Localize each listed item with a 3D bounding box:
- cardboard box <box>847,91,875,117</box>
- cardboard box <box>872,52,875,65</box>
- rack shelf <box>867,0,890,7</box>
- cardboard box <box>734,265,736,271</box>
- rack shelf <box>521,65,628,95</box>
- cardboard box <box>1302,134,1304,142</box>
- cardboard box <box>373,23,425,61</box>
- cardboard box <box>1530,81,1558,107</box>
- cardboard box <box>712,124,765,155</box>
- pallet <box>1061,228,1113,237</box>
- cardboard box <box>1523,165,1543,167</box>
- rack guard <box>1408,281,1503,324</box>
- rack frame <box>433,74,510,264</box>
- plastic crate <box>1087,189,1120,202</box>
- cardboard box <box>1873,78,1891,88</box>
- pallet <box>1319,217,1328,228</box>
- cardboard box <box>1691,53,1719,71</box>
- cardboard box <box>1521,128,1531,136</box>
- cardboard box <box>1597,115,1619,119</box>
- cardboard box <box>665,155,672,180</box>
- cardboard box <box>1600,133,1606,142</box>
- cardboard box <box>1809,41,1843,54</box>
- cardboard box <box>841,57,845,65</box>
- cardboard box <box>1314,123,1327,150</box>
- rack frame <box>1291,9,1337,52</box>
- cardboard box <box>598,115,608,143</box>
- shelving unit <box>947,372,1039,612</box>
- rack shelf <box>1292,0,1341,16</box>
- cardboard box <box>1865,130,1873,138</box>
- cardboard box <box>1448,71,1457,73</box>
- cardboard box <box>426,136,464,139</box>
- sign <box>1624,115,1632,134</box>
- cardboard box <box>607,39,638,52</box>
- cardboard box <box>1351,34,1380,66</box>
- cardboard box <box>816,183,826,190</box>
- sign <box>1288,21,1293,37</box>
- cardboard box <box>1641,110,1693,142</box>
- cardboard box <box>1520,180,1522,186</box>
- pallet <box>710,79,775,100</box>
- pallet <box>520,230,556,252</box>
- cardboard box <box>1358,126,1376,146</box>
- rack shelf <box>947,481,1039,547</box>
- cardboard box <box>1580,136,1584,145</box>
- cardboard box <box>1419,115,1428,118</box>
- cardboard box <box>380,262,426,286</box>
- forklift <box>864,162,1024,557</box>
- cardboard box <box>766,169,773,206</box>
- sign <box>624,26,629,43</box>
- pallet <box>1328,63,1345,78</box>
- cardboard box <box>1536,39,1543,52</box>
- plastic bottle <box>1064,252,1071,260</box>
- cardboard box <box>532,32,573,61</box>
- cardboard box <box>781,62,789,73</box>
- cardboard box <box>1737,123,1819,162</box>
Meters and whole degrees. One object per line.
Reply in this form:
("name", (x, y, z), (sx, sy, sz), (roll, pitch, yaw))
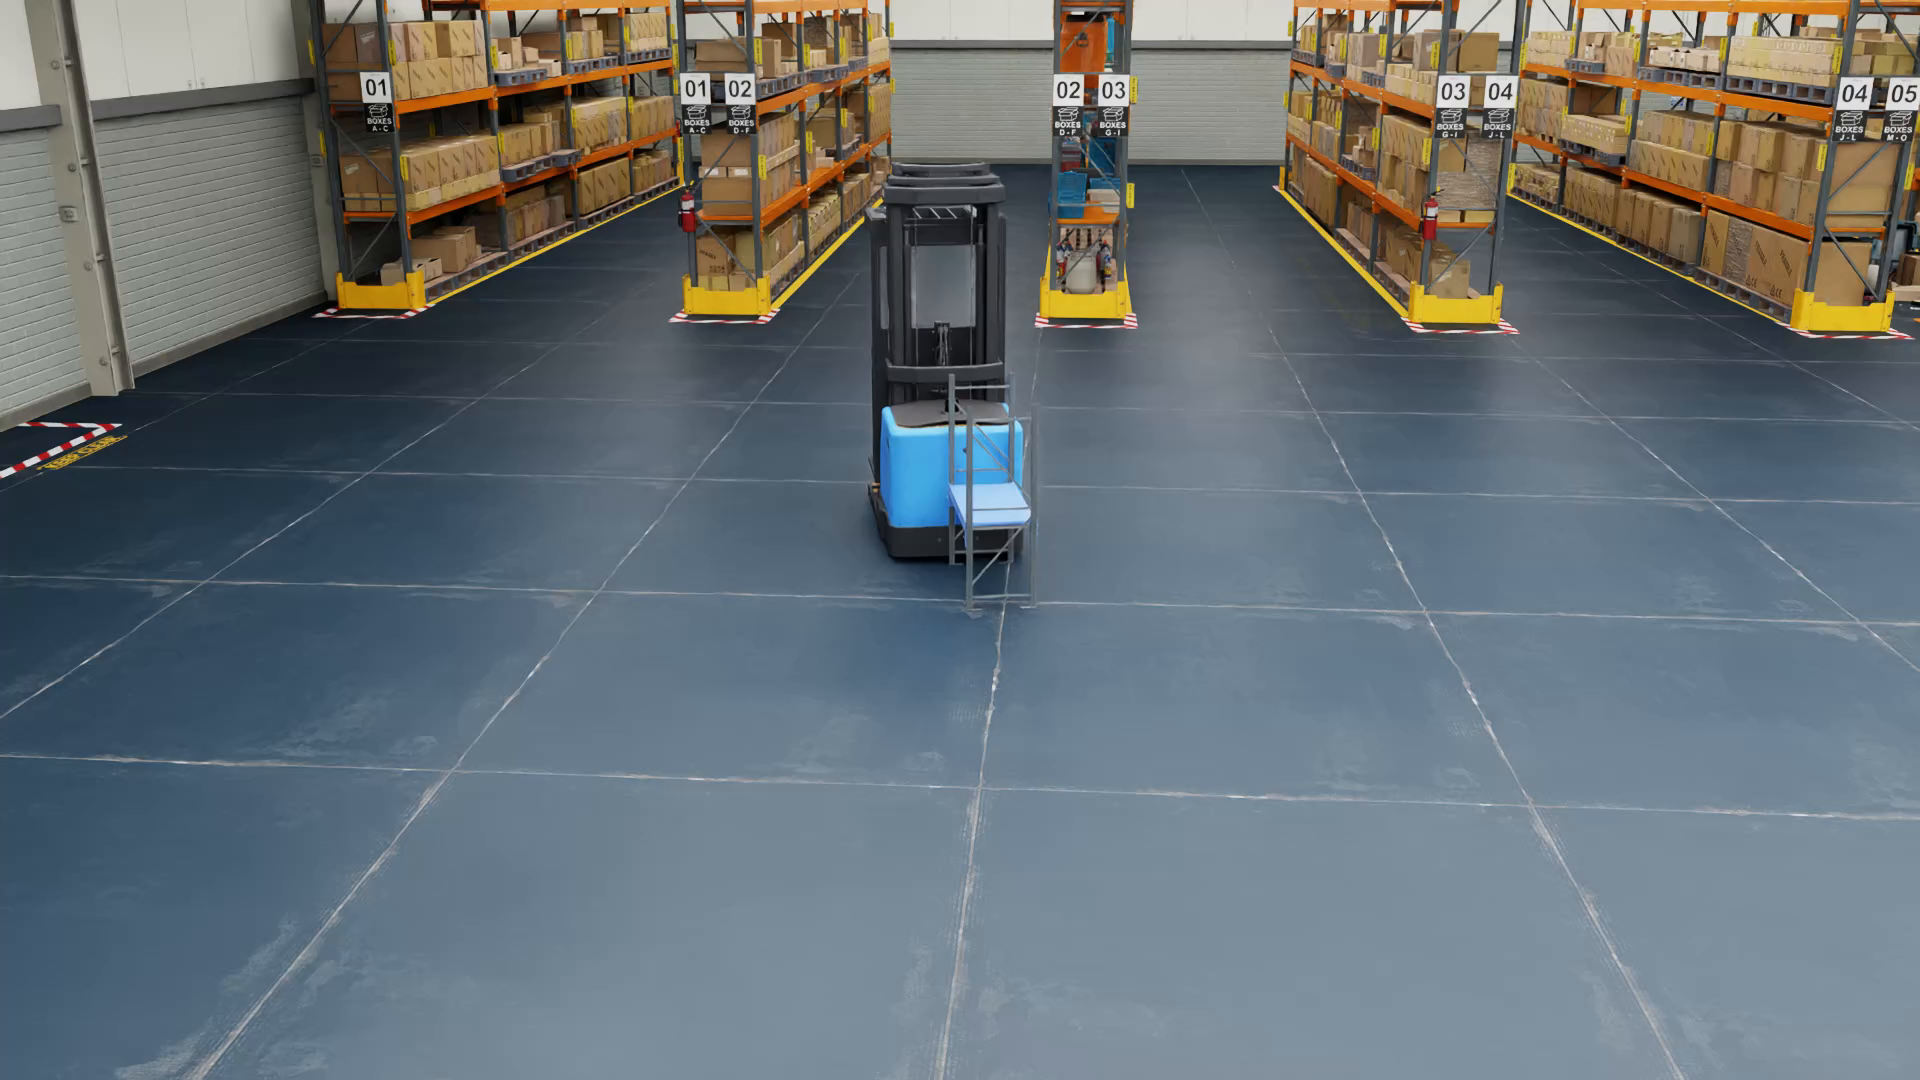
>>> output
("cardboard box", (-2.044, -8.979, 34.242), (0.500, 0.500, 0.500), (2, 18, 5))
("cardboard box", (-2.037, -9.971, 34.460), (0.500, 0.250, 0.500), (1, 18, 4))
("rack shelf", (-2.215, -11.445, 35.060), (1.077, 0.370, 4.000), (1, 18, 4))
("cardboard box", (-3.451, -3.811, 23.978), (0.500, 0.250, 0.500), (1, 18, 4))
("rack shelf", (-7.443, -8.888, 32.069), (1.077, 0.370, 4.000), (1, 18, 4))
("cardboard box", (7.273, -8.316, 34.389), (0.380, 0.149, 0.250), (2, 18, 5))
("cardboard box", (-7.804, -6.925, 23.125), (0.500, 0.500, 0.500), (1, 18, 3))
("cardboard box", (12.363, -9.407, 35.070), (0.500, 0.500, 0.500), (1, 18, 3))
("cardboard box", (-3.136, -5.578, 23.385), (0.700, 0.500, 0.500), (1, 18, 2))
("pallet", (2.201, -5.397, 29.556), (1.003, 0.211, 1.213), (1, 18, 4))
("cardboard box", (12.473, -8.078, 36.208), (0.380, 0.149, 0.250), (2, 18, 5))
("rack guard", (6.667, -3.203, 22.395), (1.175, 0.500, 0.348), (1, 18, 4))
("rack frame", (-7.873, -5.941, 26.737), (1.000, 3.000, 0.127), (1, 18, 4))
("plastic crate", (2.145, -5.085, 24.547), (0.530, 0.136, 0.437), (1, 18, 4))
("cardboard box", (11.946, -5.877, 21.294), (0.380, 0.149, 0.250), (1, 18, 4))
("pallet", (7.457, -6.148, 31.846), (1.003, 0.211, 1.213), (1, 18, 4))
("cardboard box", (11.758, -7.457, 25.952), (0.500, 0.250, 0.500), (1, 18, 3))
("cardboard box", (12.349, -8.819, 35.924), (0.380, 0.149, 0.250), (1, 18, 2))
("cardboard box", (12.628, -8.186, 32.361), (0.380, 0.149, 0.250), (2, 18, 6))
("cardboard box", (-6.963, -8.460, 37.765), (0.700, 0.500, 0.500), (1, 18, 4))
("cardboard box", (11.790, -7.259, 30.012), (0.380, 0.149, 0.250), (2, 18, 5))
("cardboard box", (11.325, -6.426, 21.688), (0.380, 0.149, 0.250), (2, 18, 5))
("cardboard box", (-2.611, -8.842, 30.611), (0.910, 0.500, 0.500), (1, 18, 4))
("cardboard box", (7.205, -7.848, 32.396), (0.500, 0.500, 0.500), (1, 18, 4))
("rack frame", (7.809, -12.187, 36.165), (1.000, 3.000, 0.127), (1, 18, 4))
("cardboard box", (-7.183, -8.005, 32.366), (0.500, 0.500, 0.500), (2, 18, 5))
("shelving unit", (0.229, -0.371, 12.145), (0.538, 1.500, 1.048), (-2, 18, -7))
("rack shelf", (7.666, -11.034, 34.443), (1.077, 0.370, 4.000), (1, 18, 4))
("cardboard box", (16.988, -7.433, 30.728), (0.500, 0.250, 0.500), (1, 18, 2))
("cardboard box", (6.553, -6.322, 22.683), (0.380, 0.149, 0.250), (2, 18, 5))
("cardboard box", (-8.115, -6.094, 26.209), (0.500, 0.500, 0.500), (1, 18, 3))
("sign", (11.633, -7.231, 28.942), (0.100, 0.325, 0.005), (1, 18, 4))
("cardboard box", (-6.987, -10.236, 34.432), (0.500, 0.250, 0.500), (1, 18, 4))
("cardboard box", (6.905, -8.265, 28.047), (0.500, 0.500, 0.500), (1, 18, 4))
("cardboard box", (-2.812, -6.765, 31.355), (0.500, 0.250, 0.500), (2, 18, 6))
("sign", (7.256, -11.229, 36.527), (0.100, 0.325, 0.005), (1, 18, 4))
("cardboard box", (12.133, -7.093, 28.486), (0.700, 0.500, 0.500), (1, 18, 4))
("cardboard box", (12.455, -7.800, 36.315), (0.380, 0.149, 0.250), (1, 18, 4))
("pallet", (-3.142, -6.192, 22.827), (1.003, 0.211, 1.213), (1, 18, 4))
("pallet", (-7.734, -5.238, 29.069), (1.003, 0.211, 1.213), (1, 18, 4))
("cardboard box", (7.237, -6.930, 28.921), (0.500, 0.500, 0.500), (-1, 18, -3))
("rack shelf", (0.229, -0.200, 12.201), (0.538, 0.185, 1.000), (-2, 18, -7))
("cardboard box", (11.887, -7.514, 31.267), (0.380, 0.149, 0.250), (1, 18, 3))
("cardboard box", (7.191, -6.127, 25.062), (0.500, 0.500, 0.500), (1, 18, 4))
("cardboard box", (-8.020, -3.843, 23.946), (0.500, 0.311, 0.500), (-1, 18, -2))
("forklift", (-0.205, -1.674, 13.824), (1.130, 2.935, 3.031), (-2, 18, -7))
("cardboard box", (-3.098, -5.099, 24.006), (0.700, 0.500, 0.500), (1, 18, 4))
("sign", (-6.758, -10.237, 33.695), (0.100, 0.325, 0.005), (1, 18, 4))
("pallet", (7.229, -8.389, 29.692), (1.213, 0.211, 1.003), (2, 18, 6))
("cardboard box", (12.374, -10.337, 34.772), (0.500, 0.250, 0.500), (1, 18, 5))
("plastic bottle", (1.642, -4.207, 25.113), (0.152, 0.276, 0.135), (1, 18, 4))
("cardboard box", (-7.623, -9.183, 30.947), (0.700, 0.500, 0.500), (0, 18, 1))
("cardboard box", (-2.746, -7.023, 24.726), (0.380, 0.149, 0.250), (1, 18, 4))
("cardboard box", (11.904, -5.764, 24.223), (0.875, 0.550, 0.550), (1, 18, 4))
